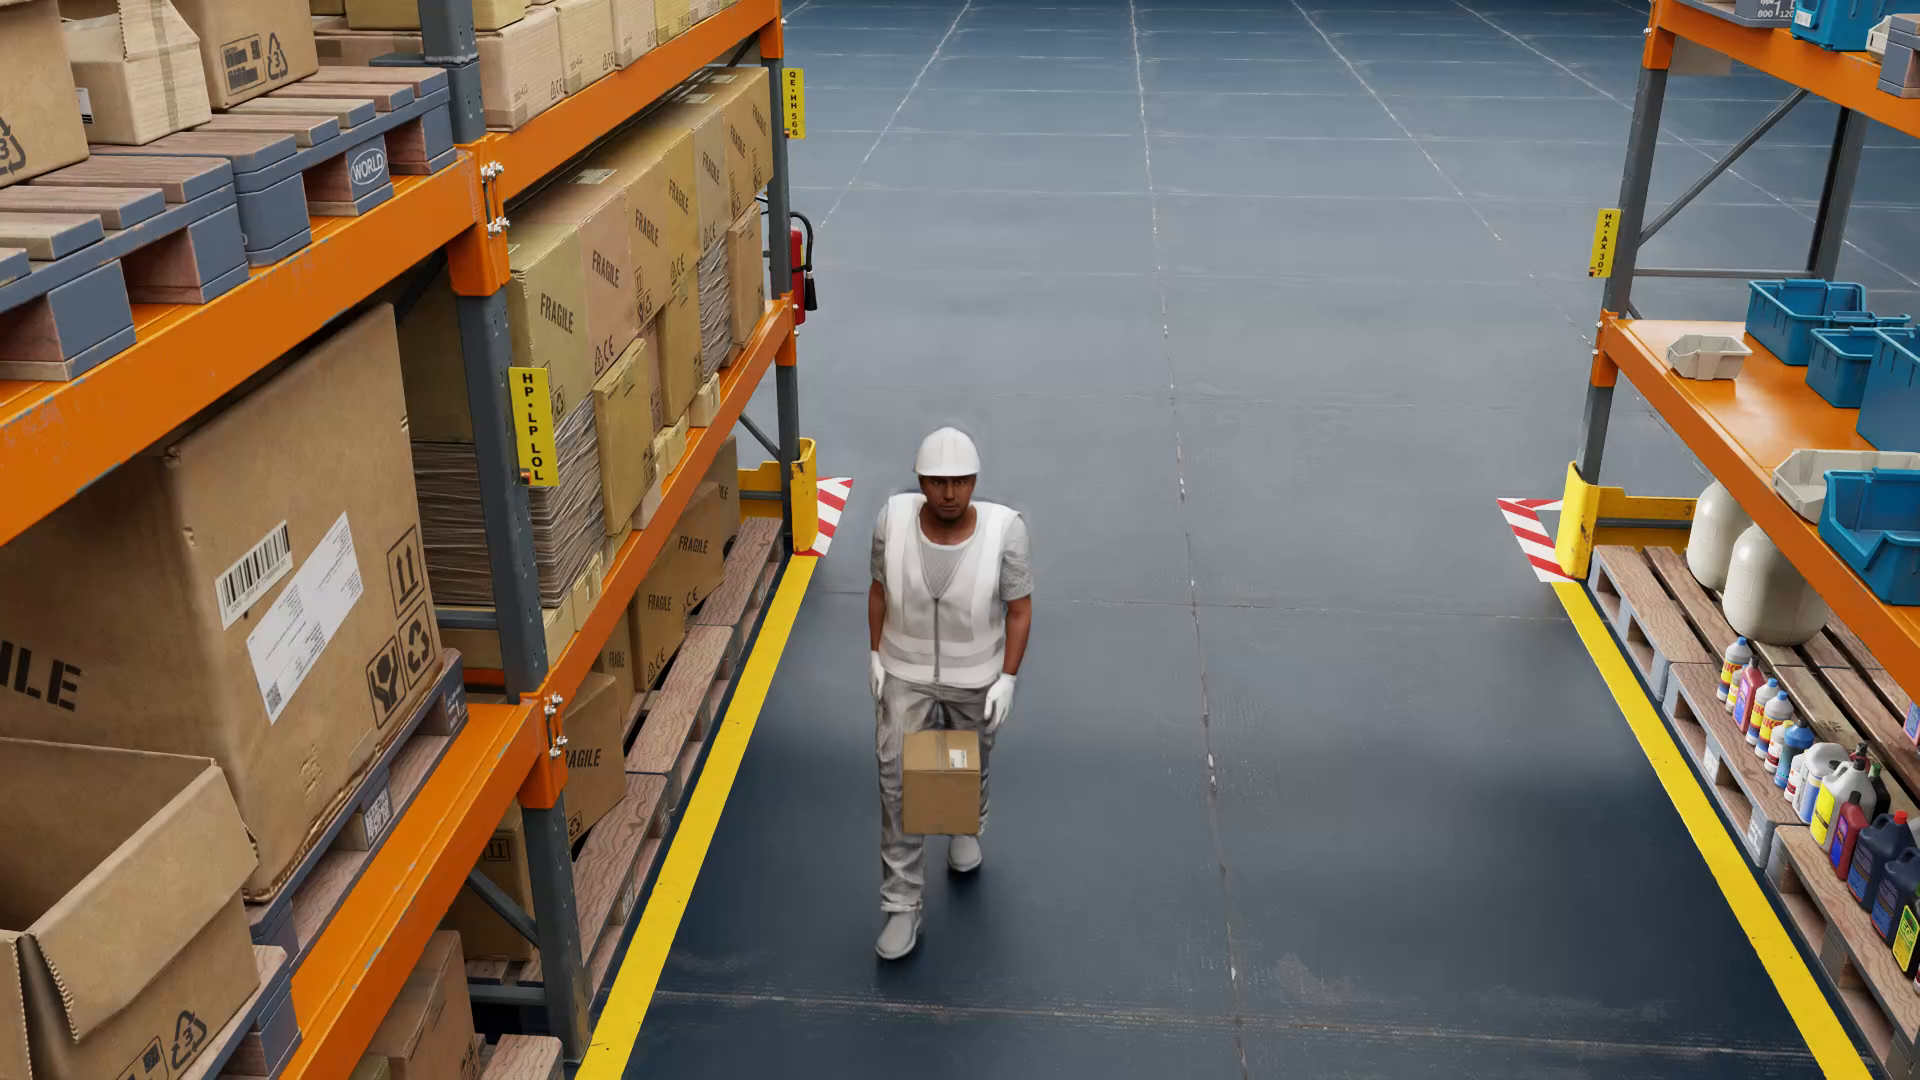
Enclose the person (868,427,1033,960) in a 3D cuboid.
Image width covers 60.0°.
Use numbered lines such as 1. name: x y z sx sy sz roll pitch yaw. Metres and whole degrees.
1. person: -0.043 0.473 5.513 0.553 1.750 0.882 2 24 4
